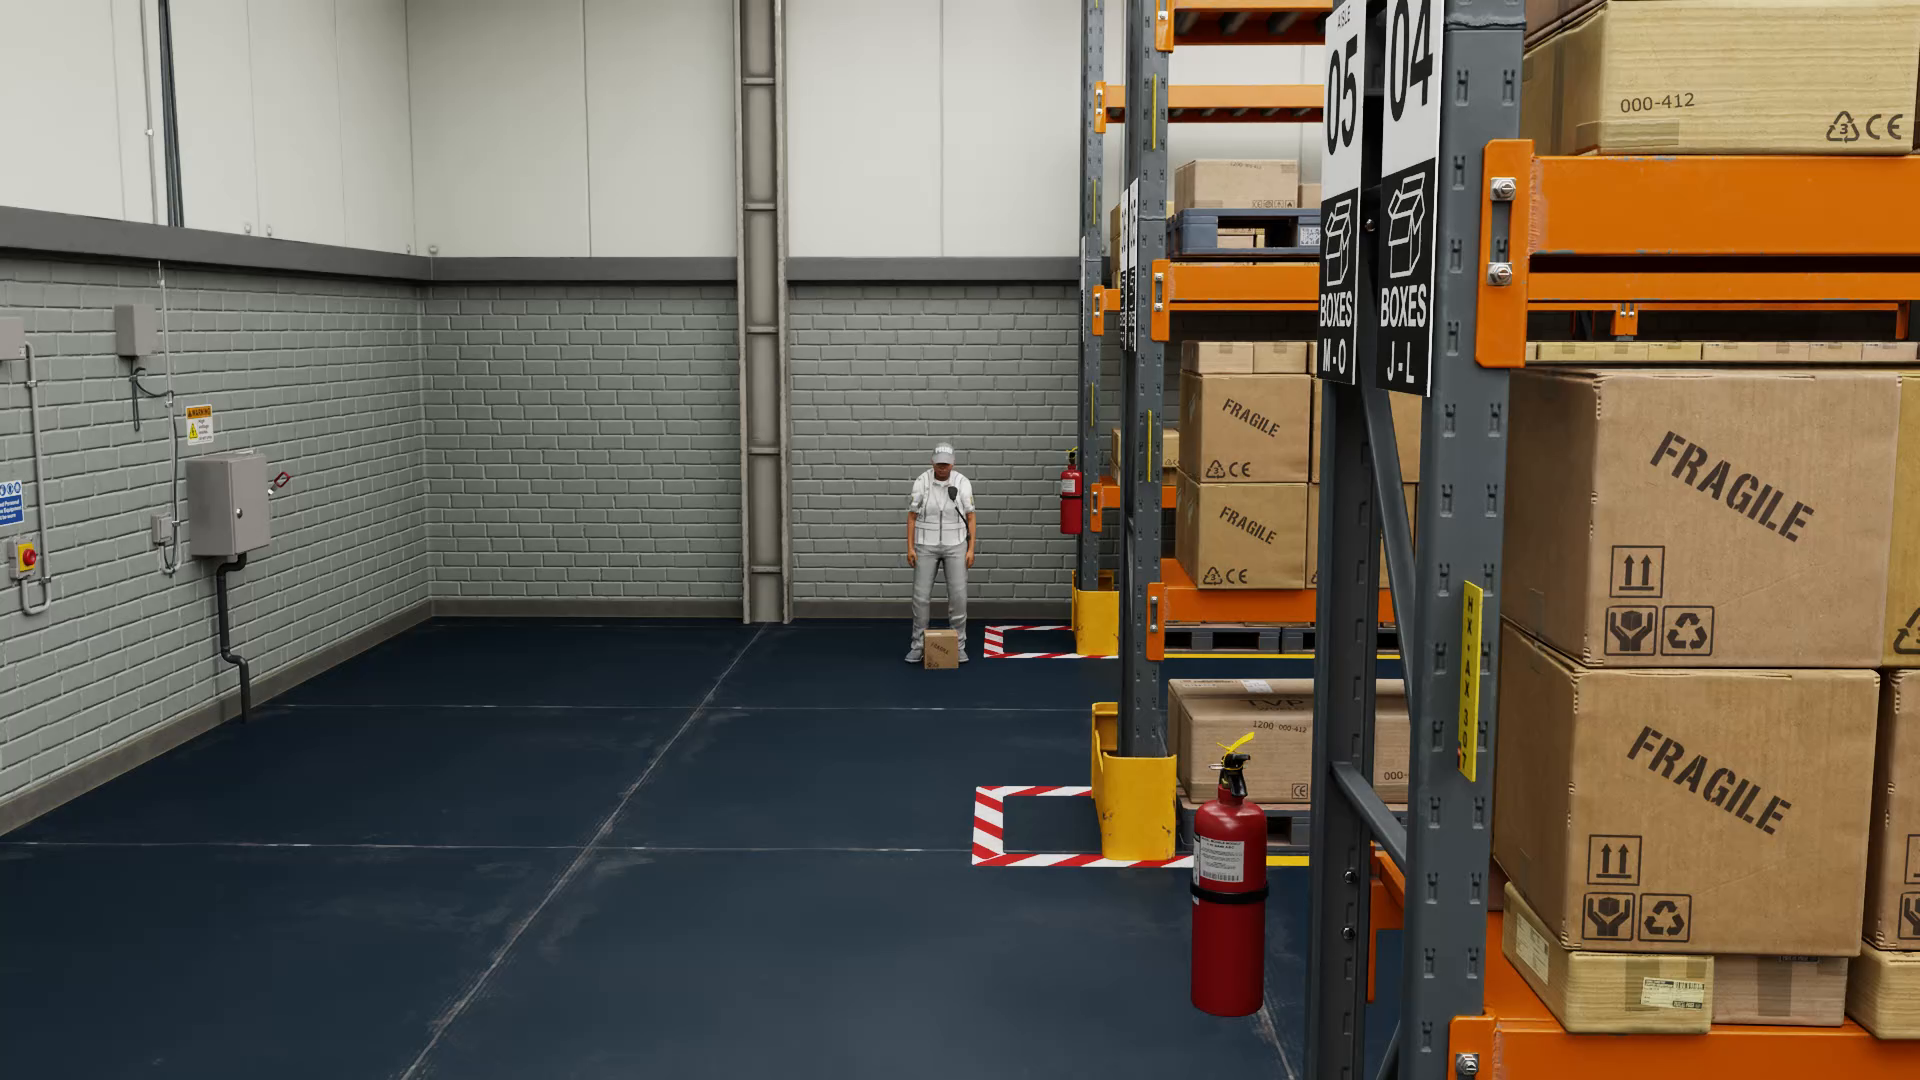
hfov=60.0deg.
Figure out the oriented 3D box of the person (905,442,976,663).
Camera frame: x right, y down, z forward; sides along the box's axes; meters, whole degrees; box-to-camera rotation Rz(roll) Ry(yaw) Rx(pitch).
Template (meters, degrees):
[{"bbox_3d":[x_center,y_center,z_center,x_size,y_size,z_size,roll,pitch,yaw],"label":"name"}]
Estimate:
[{"bbox_3d":[-0.149,0.087,12.578,0.537,1.665,0.470,0,7,1],"label":"person"}]
